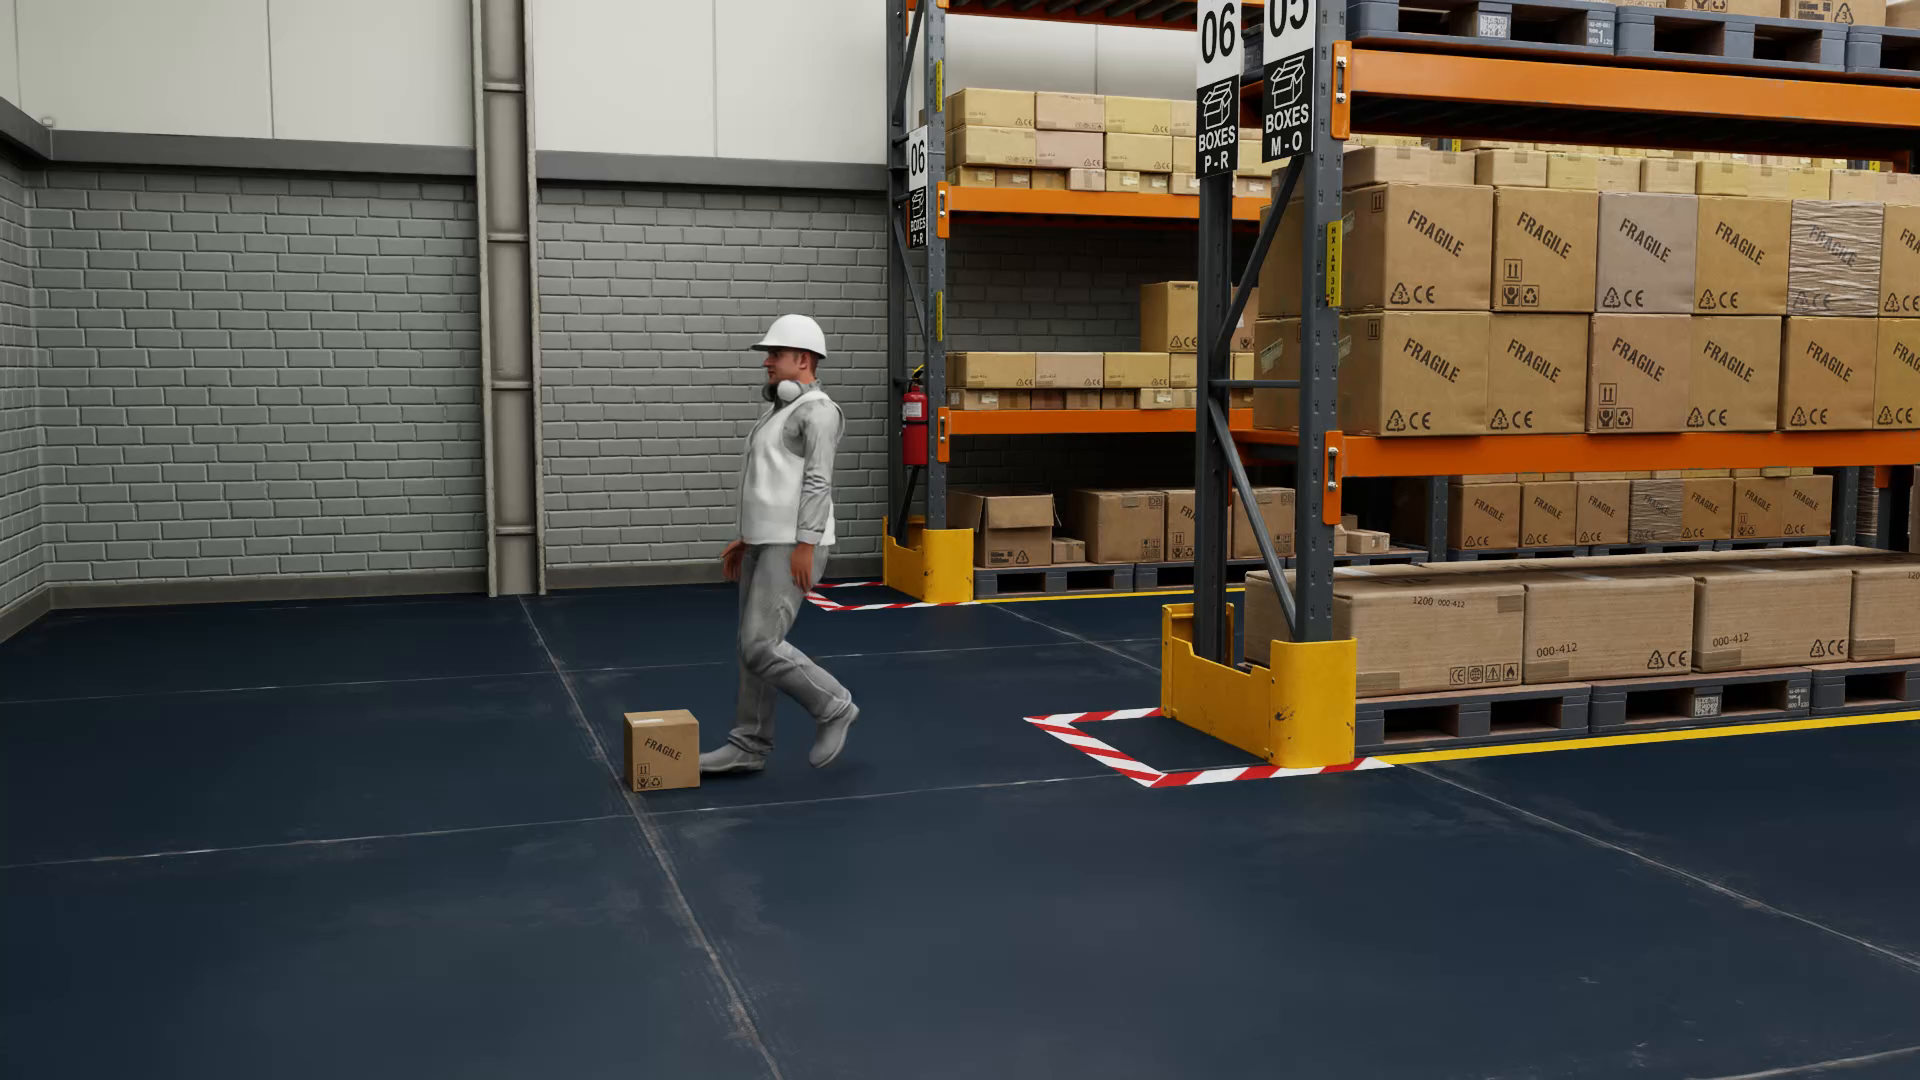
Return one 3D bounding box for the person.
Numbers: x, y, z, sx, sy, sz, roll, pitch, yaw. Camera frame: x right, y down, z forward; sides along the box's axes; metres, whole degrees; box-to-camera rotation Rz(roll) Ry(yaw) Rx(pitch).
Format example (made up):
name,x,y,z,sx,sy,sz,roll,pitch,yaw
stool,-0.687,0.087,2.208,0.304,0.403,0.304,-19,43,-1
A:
name,x,y,z,sx,sy,sz,roll,pitch,yaw
person,-0.727,0.020,6.393,0.630,1.763,0.564,-3,6,-24
